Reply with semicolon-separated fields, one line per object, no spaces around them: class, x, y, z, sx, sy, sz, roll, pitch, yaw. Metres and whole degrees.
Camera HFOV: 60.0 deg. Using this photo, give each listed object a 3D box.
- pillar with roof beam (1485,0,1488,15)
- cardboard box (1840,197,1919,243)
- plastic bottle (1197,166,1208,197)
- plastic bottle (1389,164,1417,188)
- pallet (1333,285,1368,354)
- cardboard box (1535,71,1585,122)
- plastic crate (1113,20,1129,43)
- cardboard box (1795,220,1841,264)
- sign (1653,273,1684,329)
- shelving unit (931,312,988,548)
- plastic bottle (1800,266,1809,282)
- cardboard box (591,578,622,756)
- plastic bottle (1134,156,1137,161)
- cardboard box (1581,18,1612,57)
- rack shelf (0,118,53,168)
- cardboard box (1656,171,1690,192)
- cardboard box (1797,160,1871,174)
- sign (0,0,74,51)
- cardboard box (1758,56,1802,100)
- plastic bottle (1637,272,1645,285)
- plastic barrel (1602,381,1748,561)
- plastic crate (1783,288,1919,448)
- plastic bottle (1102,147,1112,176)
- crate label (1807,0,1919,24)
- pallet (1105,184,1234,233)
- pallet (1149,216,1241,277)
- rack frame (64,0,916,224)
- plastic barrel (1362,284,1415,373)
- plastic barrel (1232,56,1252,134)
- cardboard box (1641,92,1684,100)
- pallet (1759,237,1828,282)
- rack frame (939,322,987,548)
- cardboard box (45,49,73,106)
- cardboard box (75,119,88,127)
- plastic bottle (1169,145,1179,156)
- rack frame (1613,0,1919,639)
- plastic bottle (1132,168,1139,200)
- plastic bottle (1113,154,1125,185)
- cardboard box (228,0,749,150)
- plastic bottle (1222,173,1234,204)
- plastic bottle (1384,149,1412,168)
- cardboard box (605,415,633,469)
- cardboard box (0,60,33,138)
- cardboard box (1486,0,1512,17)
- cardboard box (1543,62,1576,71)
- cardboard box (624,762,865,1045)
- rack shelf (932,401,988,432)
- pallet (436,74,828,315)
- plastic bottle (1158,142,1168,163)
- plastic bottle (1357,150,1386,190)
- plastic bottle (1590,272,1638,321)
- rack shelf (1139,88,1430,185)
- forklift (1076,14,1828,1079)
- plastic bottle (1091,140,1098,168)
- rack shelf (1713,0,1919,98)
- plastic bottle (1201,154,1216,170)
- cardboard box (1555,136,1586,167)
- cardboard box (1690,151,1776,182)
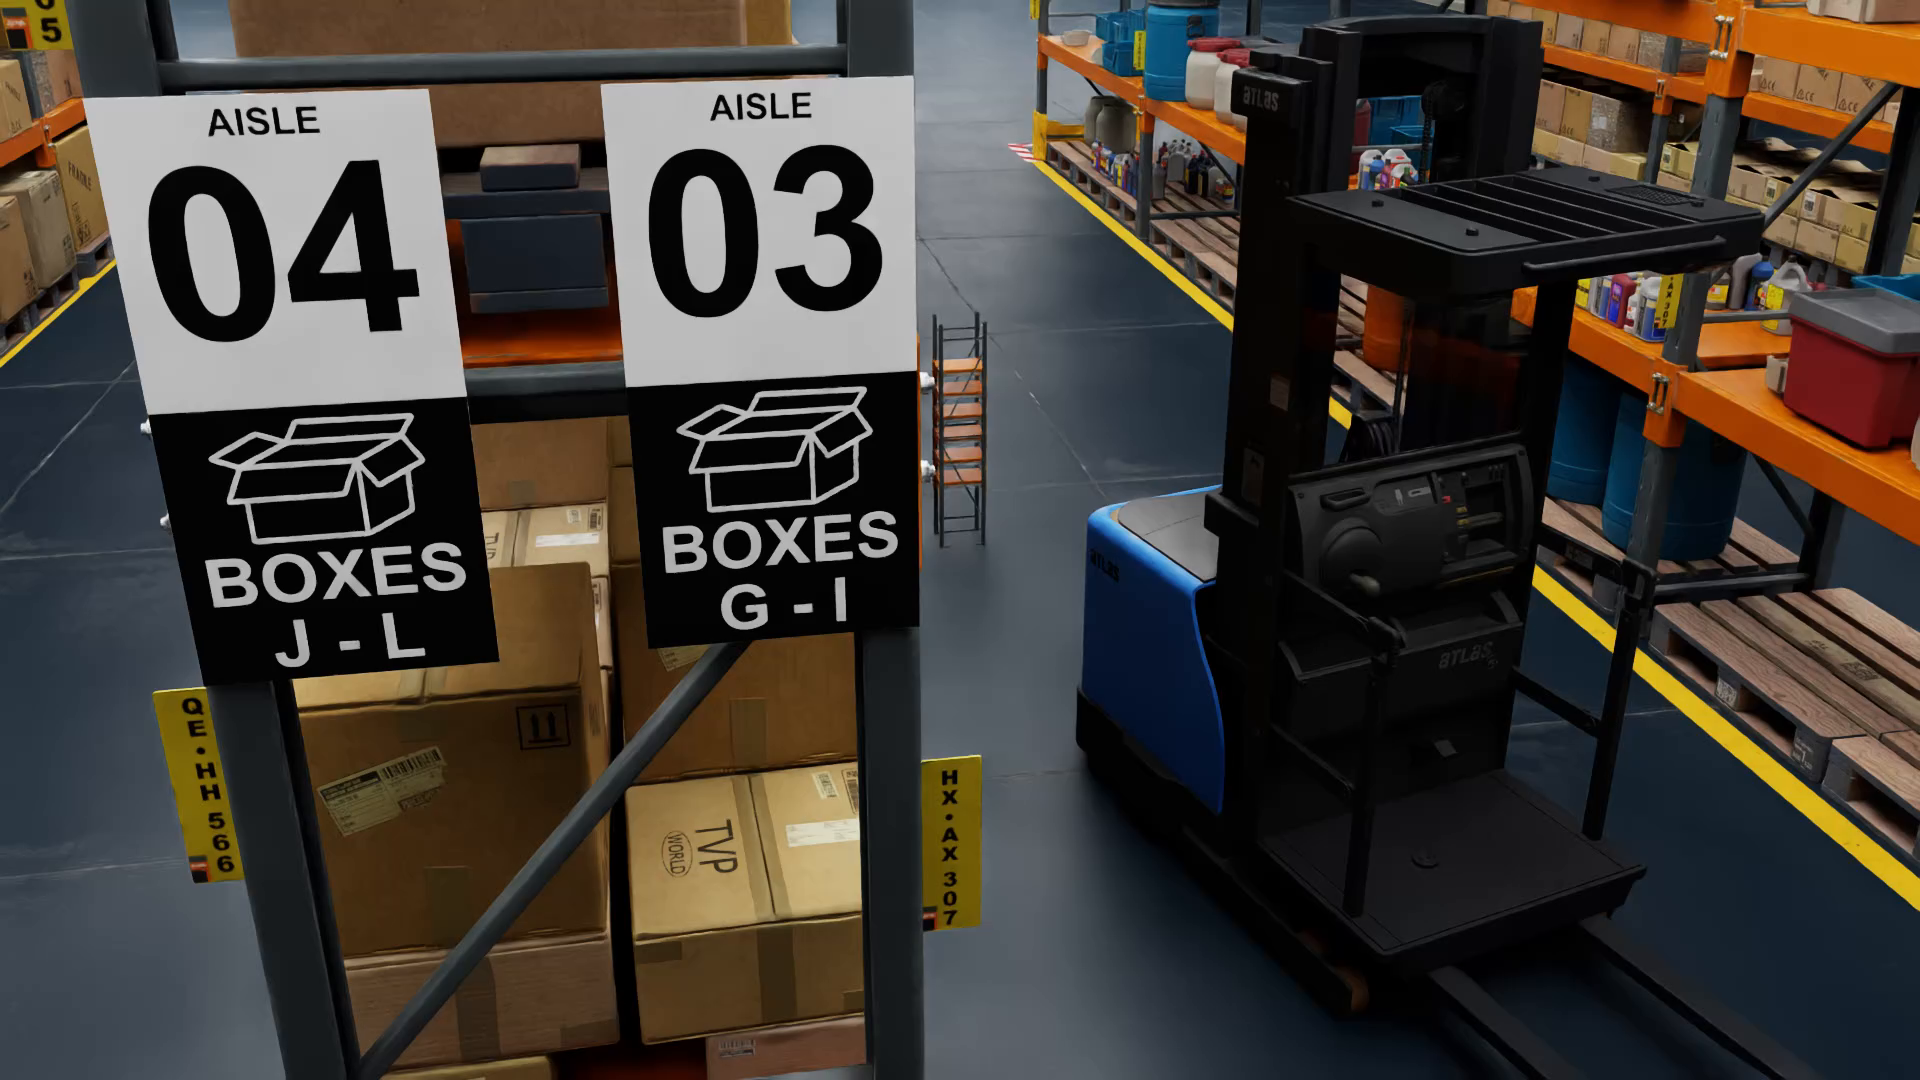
pillar with roof beam;5.614;-13.367;28.112;9.100;9.000;0.400;-4;24;-10
cardboard box;7.254;-2.494;12.922;0.500;0.311;0.500;-5;24;-11
plastic bottle;2.268;-3.353;15.523;0.061;0.283;0.133;-4;24;-10
plastic bottle;2.675;-2.115;9.999;0.152;0.276;0.135;-4;24;-10
pallet;2.722;-1.577;12.098;1.003;0.211;1.213;-4;24;-10
cardboard box;6.296;-4.716;17.774;0.500;0.500;0.500;-4;24;-10
plastic crate;1.849;-5.196;17.084;0.499;0.251;0.408;-4;24;-10
cardboard box;7.170;-2.435;13.487;0.500;0.250;0.500;-4;24;-9
sign;3.026;-1.061;7.086;0.100;0.325;0.005;-4;24;-10
shelving unit;-0.003;-0.556;8.523;0.258;1.200;0.189;-4;24;-10
plastic bottle;3.893;-1.149;7.779;0.061;0.283;0.133;-4;24;-10
cardboard box;-1.099;0.327;4.069;0.500;0.250;0.500;-5;24;-12
plastic bottle;1.686;-3.530;15.929;0.061;0.283;0.133;-4;24;-10
cardboard box;6.675;-5.111;16.579;0.700;0.500;0.500;-4;24;-9
rack shelf;-7.303;-2.311;11.192;1.077;0.370;4.000;-4;24;-10
cardboard box;6.787;-3.242;15.335;0.500;0.250;0.500;-5;24;-11
cardboard box;7.505;-3.137;14.394;0.500;0.311;0.500;-4;24;-10
sign;-1.097;-0.744;1.950;0.100;0.325;0.005;-4;24;-10
cardboard box;7.179;-4.021;14.085;0.500;0.500;0.500;-3;24;-6
plastic bottle;3.228;-1.175;7.940;0.097;0.201;0.097;0;24;0
plastic barrel;3.483;-0.420;8.062;0.600;0.901;0.708;-4;24;-10
plastic crate;3.485;-0.661;6.362;0.402;0.464;0.583;-4;24;-10
plastic bottle;1.459;-3.735;16.414;0.097;0.271;0.097;0;24;0
crate label;3.373;-2.014;6.196;0.293;0.136;0.466;-4;24;-10
pallet;2.004;-3.110;15.608;1.003;0.211;1.213;-4;24;-10
pallet;2.271;-2.537;14.295;1.003;0.211;1.213;-4;24;-10
rack frame;-0.561;-1.784;1.591;1.000;3.000;0.127;-4;24;-10
plastic barrel;2.934;-1.554;10.748;0.600;0.830;0.708;-4;24;-10
plastic barrel;2.264;-3.332;12.461;0.433;0.535;0.433;0;24;0
cardboard box;7.078;-4.164;16.510;0.500;0.500;0.500;-4;24;-10
pallet;7.360;-2.440;14.074;1.003;0.211;1.213;-4;24;-10
rack frame;0.014;-0.520;8.440;0.240;1.200;0.006;-4;24;-10
cardboard box;-7.877;-3.855;13.641;0.875;0.550;0.550;-4;24;-10
cardboard box;-7.891;-3.253;14.580;0.875;0.875;0.875;-4;24;-9
plastic bottle;2.163;-3.802;16.561;0.152;0.276;0.135;-5;24;-11
rack frame;3.567;-0.974;7.233;1.000;3.000;0.127;-4;24;-10
plastic bottle;1.685;-3.341;15.411;0.144;0.351;0.185;-5;24;-11
plastic bottle;1.564;-3.573;16.037;0.152;0.276;0.135;-4;24;-9
cardboard box;-0.710;-0.894;2.526;0.700;0.500;0.500;-6;24;-13
plastic bottle;2.459;-3.230;15.257;0.097;0.271;0.097;0;24;0
plastic bottle;2.739;-2.308;10.442;0.152;0.276;0.135;-4;24;-10
cardboard box;-0.579;-0.054;4.006;0.500;0.500;0.500;-5;24;-11
cardboard box;-7.314;-3.287;12.404;0.500;0.500;0.500;-4;24;-10
cardboard box;6.290;-5.921;18.434;0.700;0.500;0.500;-4;24;-10
cardboard box;6.608;-5.147;18.760;0.500;0.500;0.500;-4;24;-10
cardboard box;-0.385;0.689;3.240;0.500;0.250;0.500;-5;24;-11
rack shelf;-0.003;-0.625;8.493;0.258;0.103;0.180;-4;24;-10
pallet;-0.709;-0.659;2.875;1.003;0.211;1.213;-4;24;-10
plastic bottle;2.033;-3.852;16.666;0.061;0.283;0.133;-4;24;-10
plastic bottle;2.589;-2.297;10.416;0.152;0.276;0.135;-4;24;-10
plastic bottle;3.109;-1.192;7.887;0.152;0.276;0.135;-4;24;-10
rack shelf;2.457;-3.005;12.781;1.077;0.370;4.000;-4;24;-10
forklift;1.555;-0.030;5.157;1.130;2.935;3.031;-11;26;-23
plastic bottle;1.377;-3.909;16.813;0.097;0.271;0.097;0;24;0
rack shelf;3.936;-1.233;4.975;1.077;0.370;4.000;-4;24;-10
plastic bottle;2.346;-3.457;15.677;0.144;0.351;0.185;-4;24;-8
cardboard box;6.466;-3.978;17.021;0.500;0.250;0.500;-4;24;-10
cardboard box;6.875;-3.297;14.762;0.500;0.311;0.500;-5;24;-10
